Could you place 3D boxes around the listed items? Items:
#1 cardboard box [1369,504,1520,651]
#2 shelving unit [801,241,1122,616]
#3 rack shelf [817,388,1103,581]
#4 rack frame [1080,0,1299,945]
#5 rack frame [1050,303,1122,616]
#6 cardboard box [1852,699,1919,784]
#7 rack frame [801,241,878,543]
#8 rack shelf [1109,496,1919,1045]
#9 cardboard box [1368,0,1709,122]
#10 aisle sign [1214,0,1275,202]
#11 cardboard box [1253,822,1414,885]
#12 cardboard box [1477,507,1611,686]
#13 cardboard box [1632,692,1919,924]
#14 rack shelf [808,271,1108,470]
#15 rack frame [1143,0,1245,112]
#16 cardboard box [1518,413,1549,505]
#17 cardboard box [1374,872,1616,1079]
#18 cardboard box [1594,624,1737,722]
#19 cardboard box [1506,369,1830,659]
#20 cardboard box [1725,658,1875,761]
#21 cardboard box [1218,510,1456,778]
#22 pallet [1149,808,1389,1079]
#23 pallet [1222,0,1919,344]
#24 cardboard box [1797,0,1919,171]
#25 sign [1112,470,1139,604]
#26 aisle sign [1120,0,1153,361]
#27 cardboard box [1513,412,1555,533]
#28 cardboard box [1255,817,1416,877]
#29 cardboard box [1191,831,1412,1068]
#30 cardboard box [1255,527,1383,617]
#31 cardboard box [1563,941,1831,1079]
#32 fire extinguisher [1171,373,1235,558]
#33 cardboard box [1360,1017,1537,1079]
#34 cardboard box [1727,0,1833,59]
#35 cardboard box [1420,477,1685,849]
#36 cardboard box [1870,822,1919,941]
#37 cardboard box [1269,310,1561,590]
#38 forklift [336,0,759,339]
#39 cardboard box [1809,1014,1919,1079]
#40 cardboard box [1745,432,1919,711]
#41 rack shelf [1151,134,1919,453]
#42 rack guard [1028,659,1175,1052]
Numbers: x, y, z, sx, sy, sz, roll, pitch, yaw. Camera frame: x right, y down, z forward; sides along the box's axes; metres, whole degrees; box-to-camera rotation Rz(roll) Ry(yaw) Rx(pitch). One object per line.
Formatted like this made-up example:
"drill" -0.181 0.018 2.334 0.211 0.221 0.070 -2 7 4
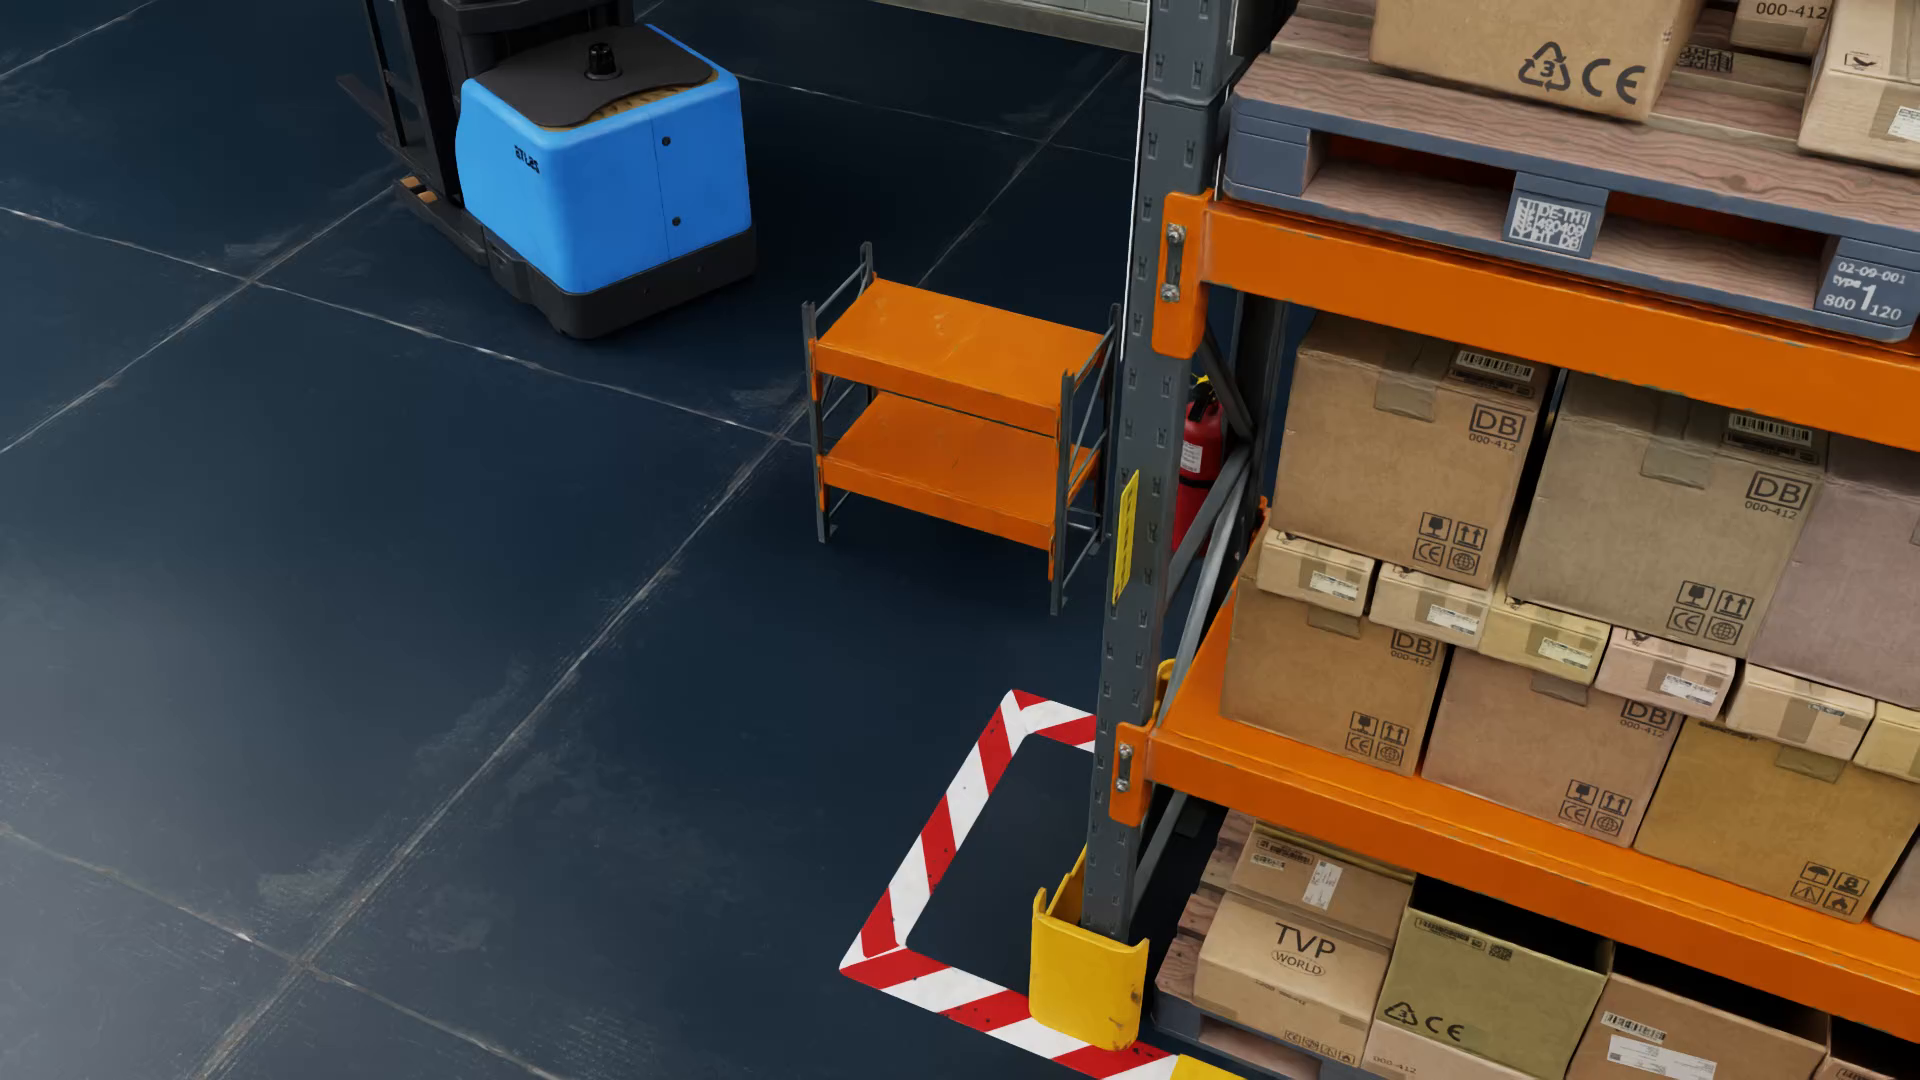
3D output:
"cardboard box" 1.118 0.051 3.830 0.250 0.149 0.380 16 43 18
"shelving unit" 0.006 -0.423 6.379 1.048 1.125 0.538 17 44 19
"rack shelf" 0.006 -0.238 6.540 1.000 0.278 0.538 17 44 19
"rack frame" 0.613 0.026 4.430 0.127 3.000 1.000 17 44 19
"rack frame" 0.467 -0.282 6.217 0.032 1.125 0.500 17 44 19
"cardboard box" 2.045 0.335 3.502 0.250 0.149 0.380 16 44 18
"rack frame" -0.455 -0.564 6.542 0.032 1.125 0.500 17 44 19
"rack shelf" 2.425 0.851 4.027 4.000 0.370 1.077 17 44 19
"cardboard box" 1.132 -1.197 3.044 0.637 0.503 0.797 20 45 22
"aisle sign" 0.677 -1.149 3.801 0.004 0.787 0.394 17 44 19
"cardboard box" 1.223 0.879 5.224 0.500 0.250 0.500 17 44 19
"cardboard box" 1.343 0.121 3.749 0.250 0.149 0.380 17 44 19
"cardboard box" 1.956 0.408 3.912 0.500 0.500 0.700 17 44 19
"rack shelf" 0.006 -0.644 6.188 1.000 0.278 0.538 17 44 19
"rack frame" 0.613 -2.241 2.465 0.127 3.000 1.000 17 44 19
"cardboard box" 1.277 -0.193 4.111 0.250 0.149 0.380 18 44 20
"cardboard box" 1.458 1.041 4.465 0.500 0.500 0.500 17 44 19
"cardboard box" 1.571 0.192 3.667 0.250 0.149 0.380 16 44 18
"cardboard box" 1.557 -0.208 3.633 0.500 0.500 0.700 16 43 18
"cardboard box" 1.813 0.264 3.583 0.250 0.149 0.380 16 43 17
"cardboard box" 1.030 0.125 4.239 0.500 0.500 0.700 17 44 19
"pallet" 1.323 1.266 5.128 1.213 0.211 1.003 17 44 19
"pallet" 1.242 -0.863 3.233 1.213 0.211 1.003 17 44 19
"cardboard box" 1.604 -0.794 2.850 0.250 0.149 0.380 17 44 19
"sign" 0.372 -0.004 3.743 0.005 0.325 0.100 17 44 19
"aisle sign" 0.424 -0.793 3.390 0.004 0.787 0.394 17 44 19
"cardboard box" 1.509 -0.122 4.029 0.250 0.149 0.380 16 44 18
"cardboard box" 1.224 0.595 4.980 0.500 0.500 0.500 17 44 19
"cardboard box" 1.005 1.187 4.870 0.500 0.250 0.500 17 44 19
"cardboard box" 0.877 -0.021 3.912 0.250 0.149 0.380 17 44 18
"cardboard box" 1.917 1.171 4.315 0.500 0.500 0.500 17 44 19
"fire extinguisher" 0.702 -0.254 4.811 0.183 0.674 0.296 17 44 19
"cardboard box" 1.459 1.323 4.712 0.500 0.250 0.500 17 44 19
"cardboard box" 1.768 -1.100 3.126 0.500 0.250 0.500 17 44 19
"cardboard box" 1.508 0.267 4.075 0.500 0.500 0.700 18 44 20
"cardboard box" 2.434 0.552 3.747 0.500 0.500 0.700 18 44 20
"cardboard box" 1.078 -0.351 3.798 0.500 0.500 0.700 17 44 19
"forklift" -2.317 -2.938 7.902 1.130 2.935 3.031 -29 48 -29
"cardboard box" 2.363 1.320 4.143 0.500 0.500 0.500 17 44 19
"cardboard box" 2.014 -0.069 3.473 0.500 0.500 0.700 17 44 19
"rack shelf" 2.425 -0.282 3.044 4.000 0.370 1.077 17 44 19
"rack guard" 0.591 0.964 5.257 0.348 0.500 1.175 17 44 19
